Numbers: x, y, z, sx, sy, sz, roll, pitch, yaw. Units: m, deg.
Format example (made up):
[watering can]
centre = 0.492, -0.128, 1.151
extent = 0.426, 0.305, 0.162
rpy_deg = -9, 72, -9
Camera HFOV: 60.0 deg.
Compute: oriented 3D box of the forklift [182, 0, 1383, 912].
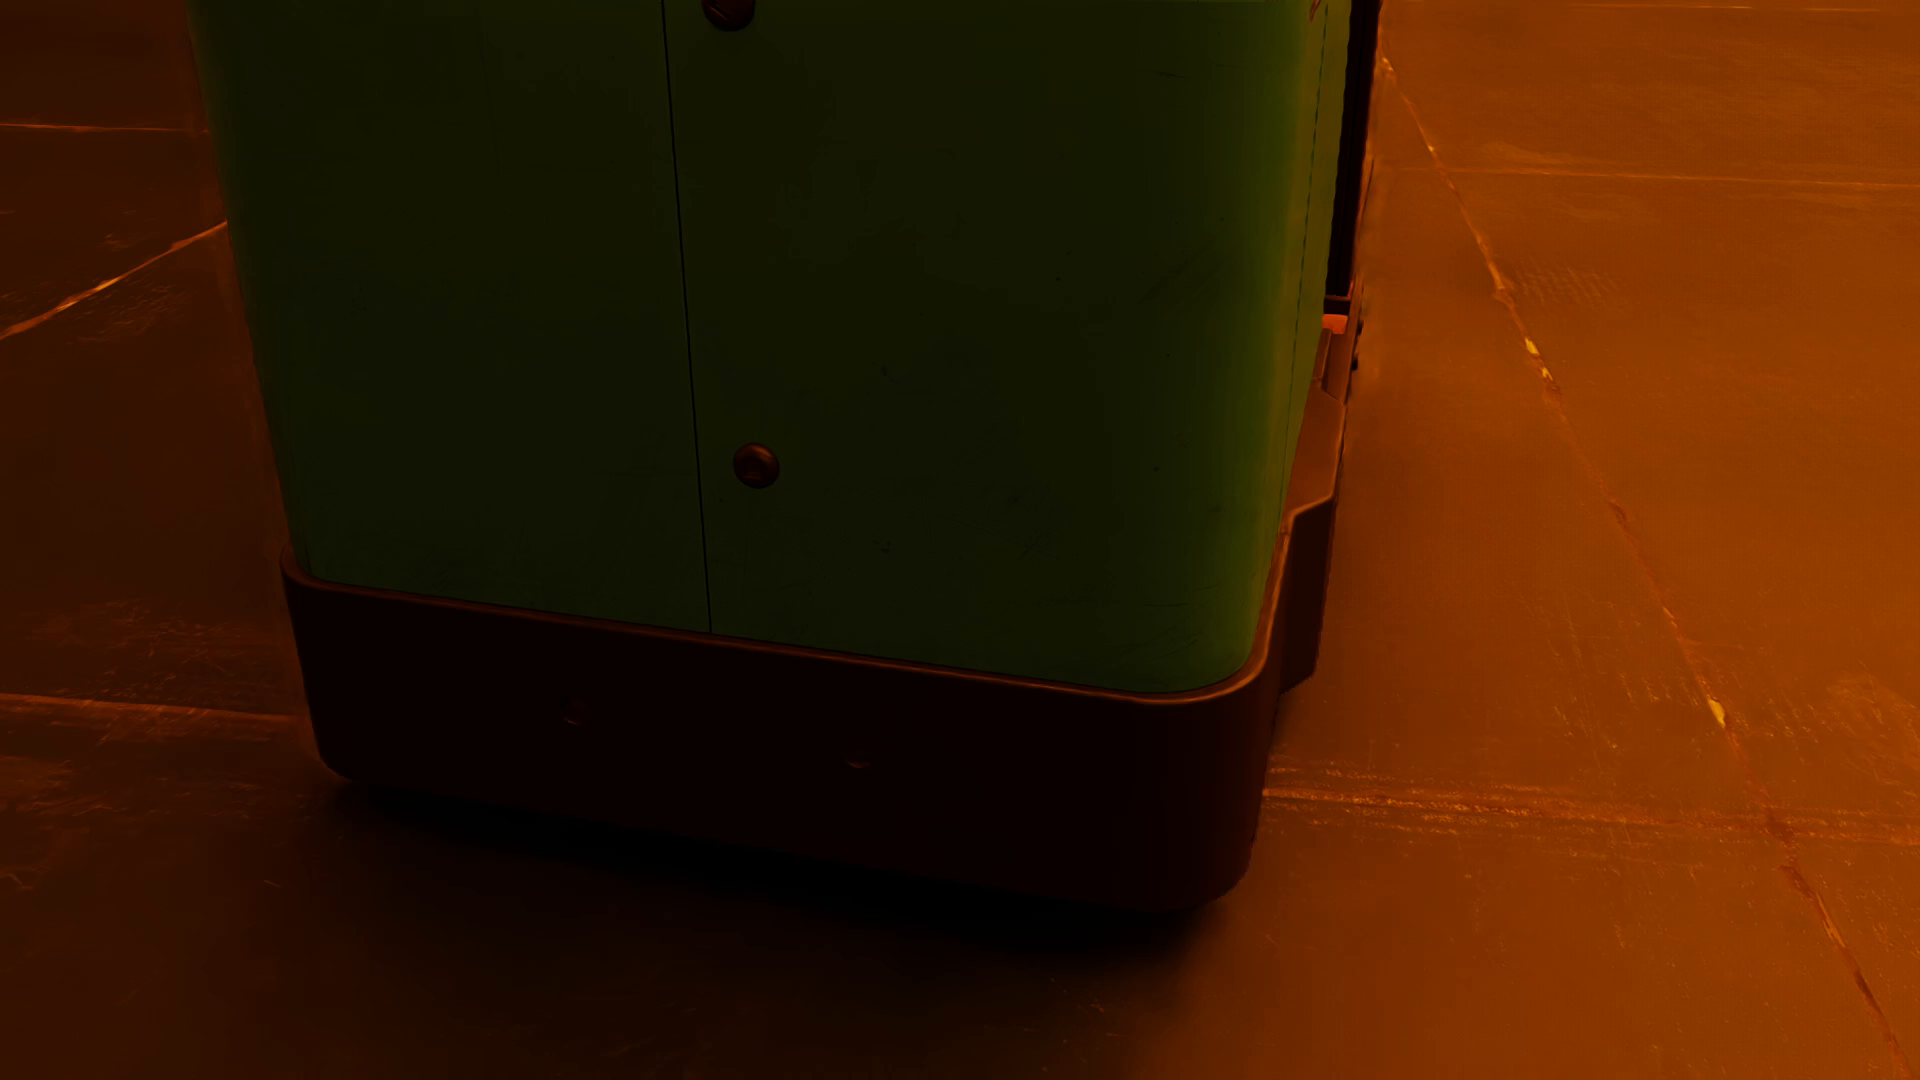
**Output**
[forklift]
centre = 0.144, -1.588, 2.400
extent = 1.130, 2.935, 3.031
rpy_deg = 7, 27, 13
